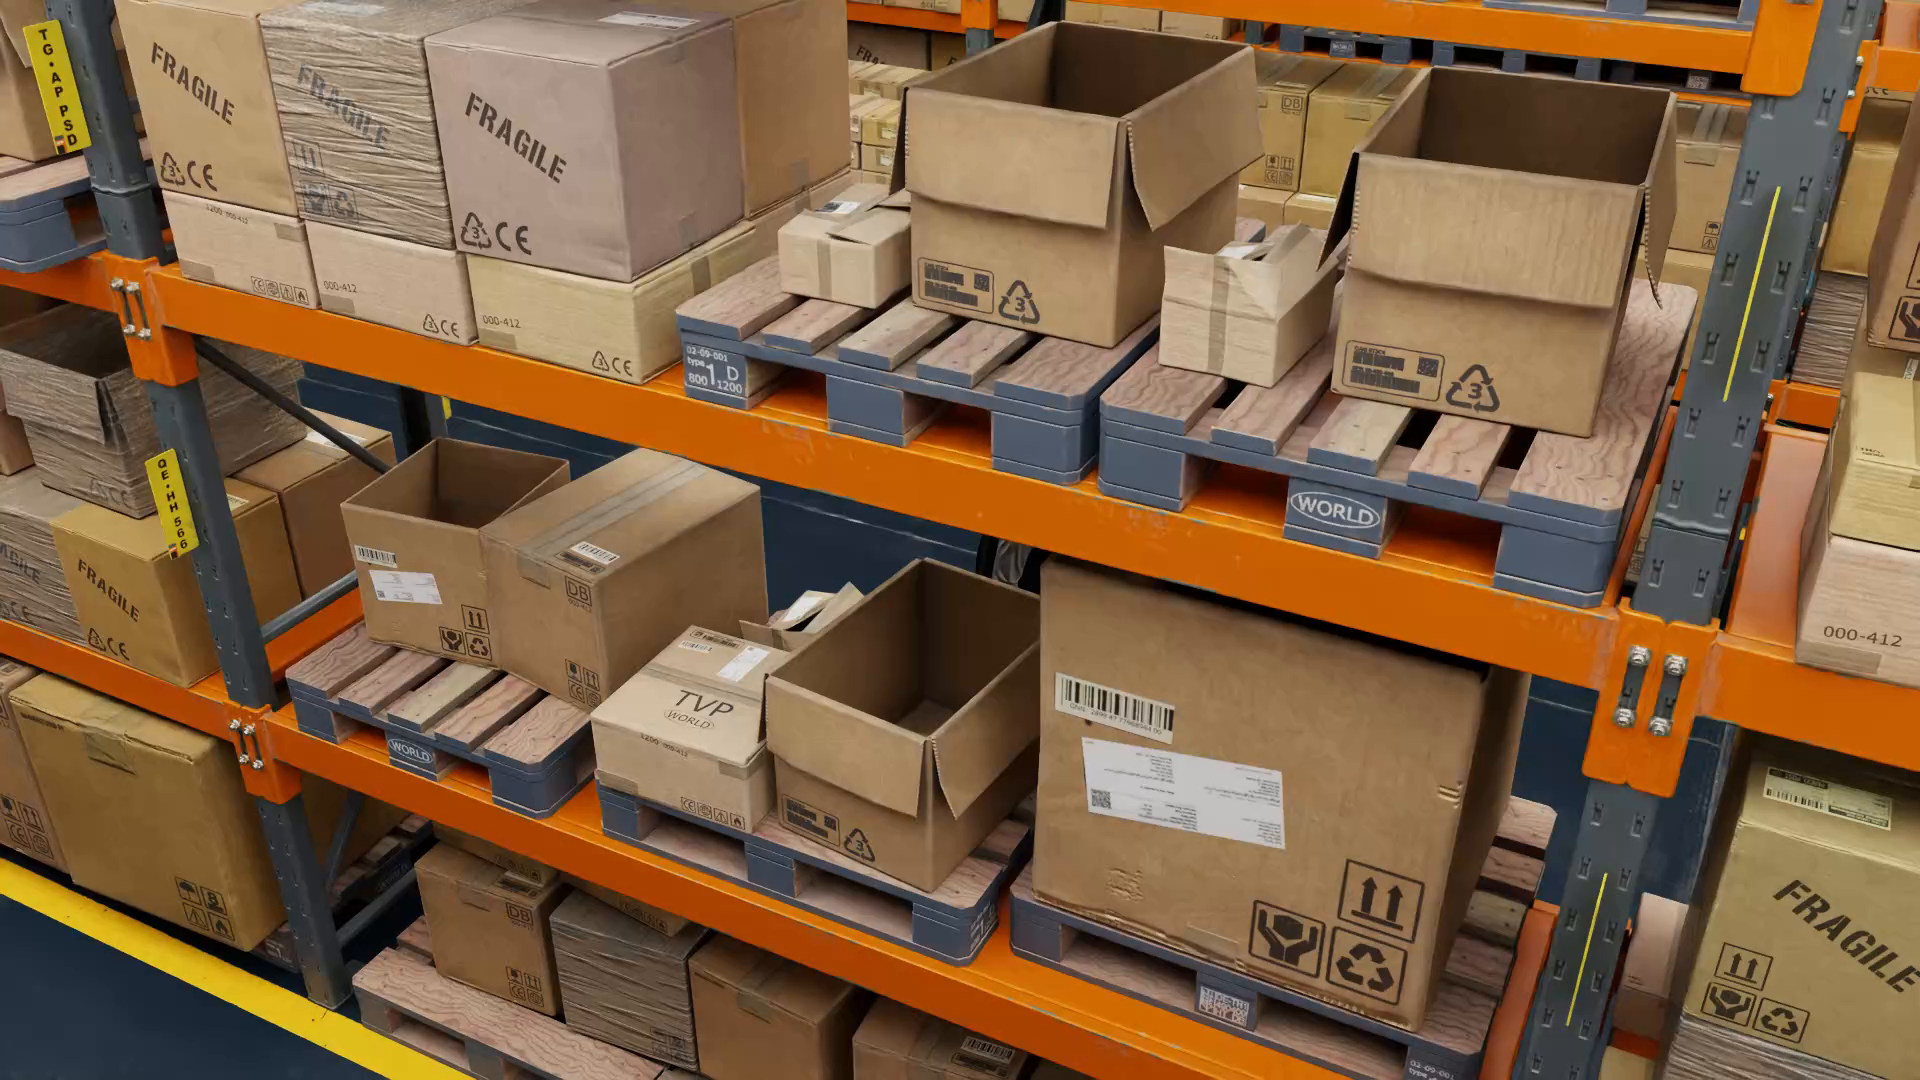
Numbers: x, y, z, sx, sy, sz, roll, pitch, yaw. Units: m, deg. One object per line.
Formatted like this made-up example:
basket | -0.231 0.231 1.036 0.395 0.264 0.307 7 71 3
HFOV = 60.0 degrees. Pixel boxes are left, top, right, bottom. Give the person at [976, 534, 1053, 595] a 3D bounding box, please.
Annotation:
person | 0.278 0.297 6.636 0.422 1.720 0.589 12 32 20
